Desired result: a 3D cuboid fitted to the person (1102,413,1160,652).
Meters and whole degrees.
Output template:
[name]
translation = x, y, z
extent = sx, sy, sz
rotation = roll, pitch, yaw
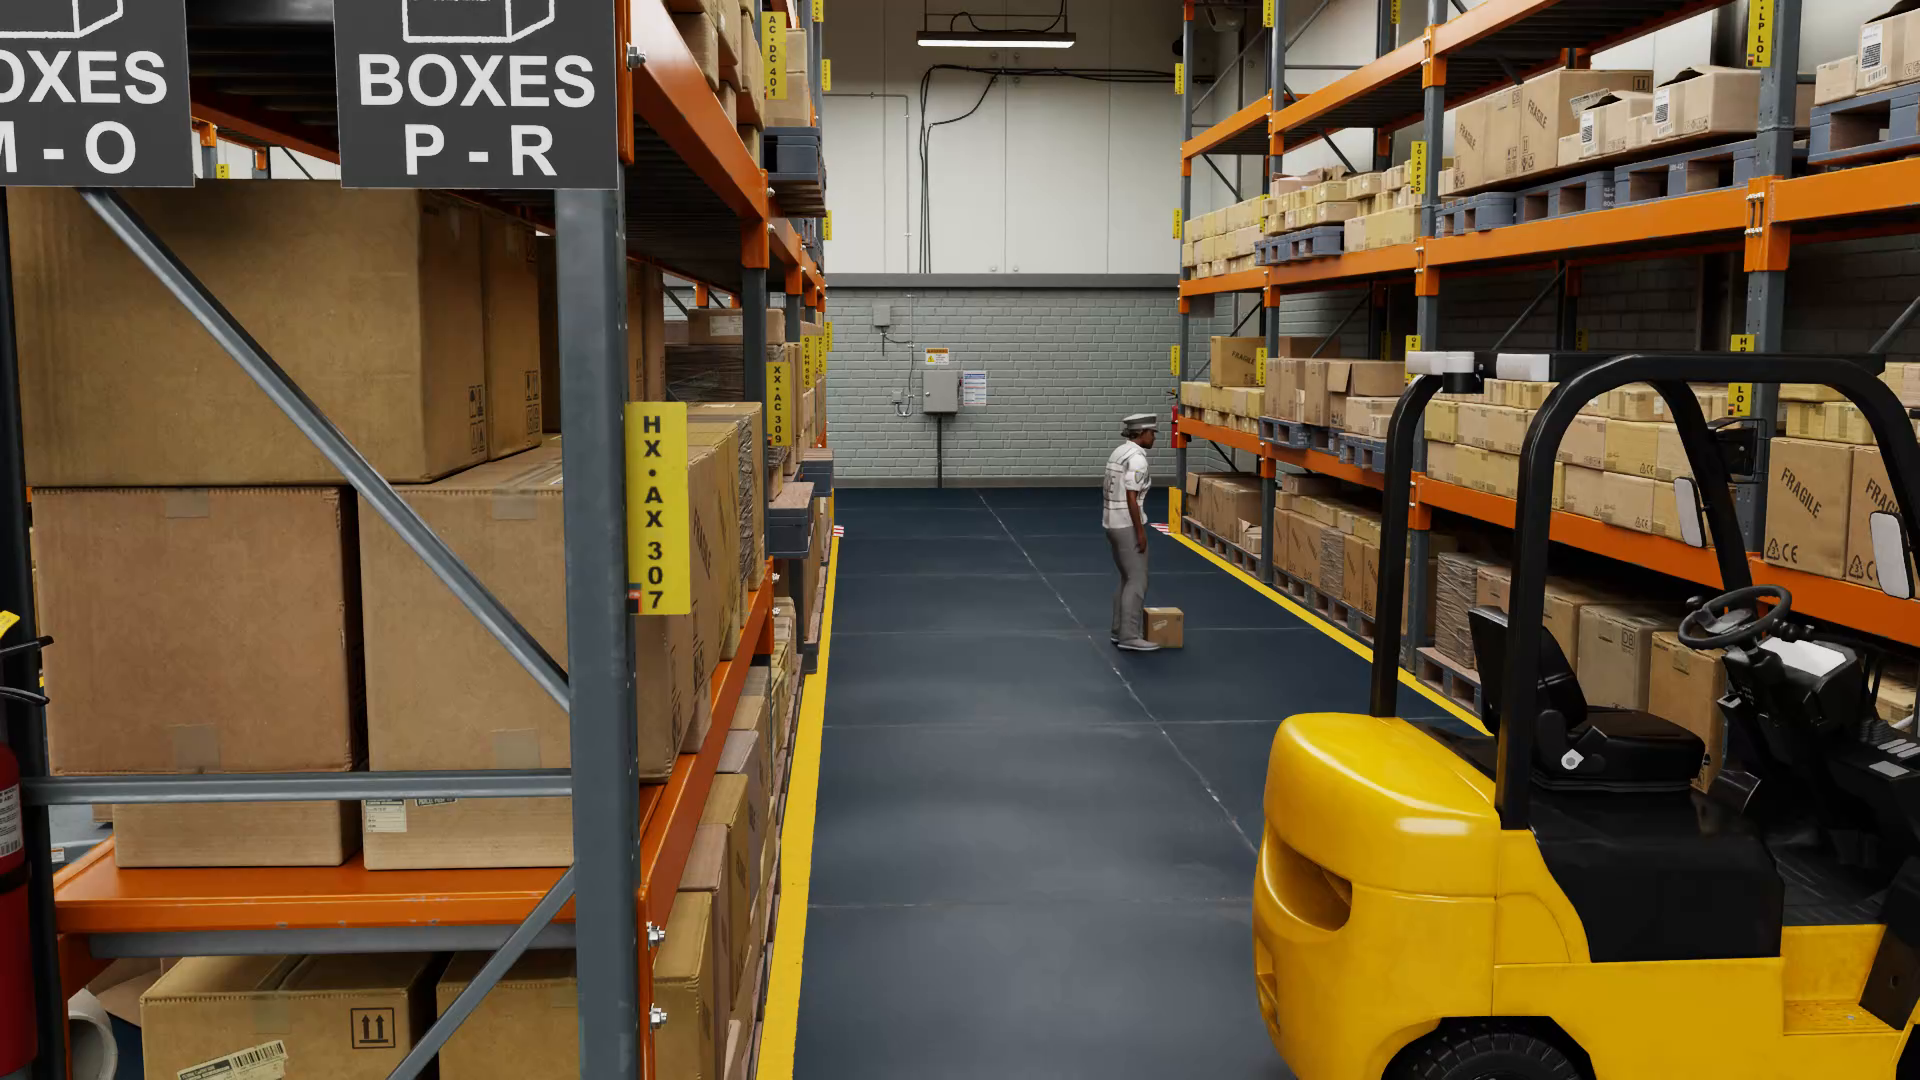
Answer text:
[person]
translation = 1.218, -0.067, 11.806
extent = 0.395, 1.658, 0.525
rotation = -1, 7, -7
